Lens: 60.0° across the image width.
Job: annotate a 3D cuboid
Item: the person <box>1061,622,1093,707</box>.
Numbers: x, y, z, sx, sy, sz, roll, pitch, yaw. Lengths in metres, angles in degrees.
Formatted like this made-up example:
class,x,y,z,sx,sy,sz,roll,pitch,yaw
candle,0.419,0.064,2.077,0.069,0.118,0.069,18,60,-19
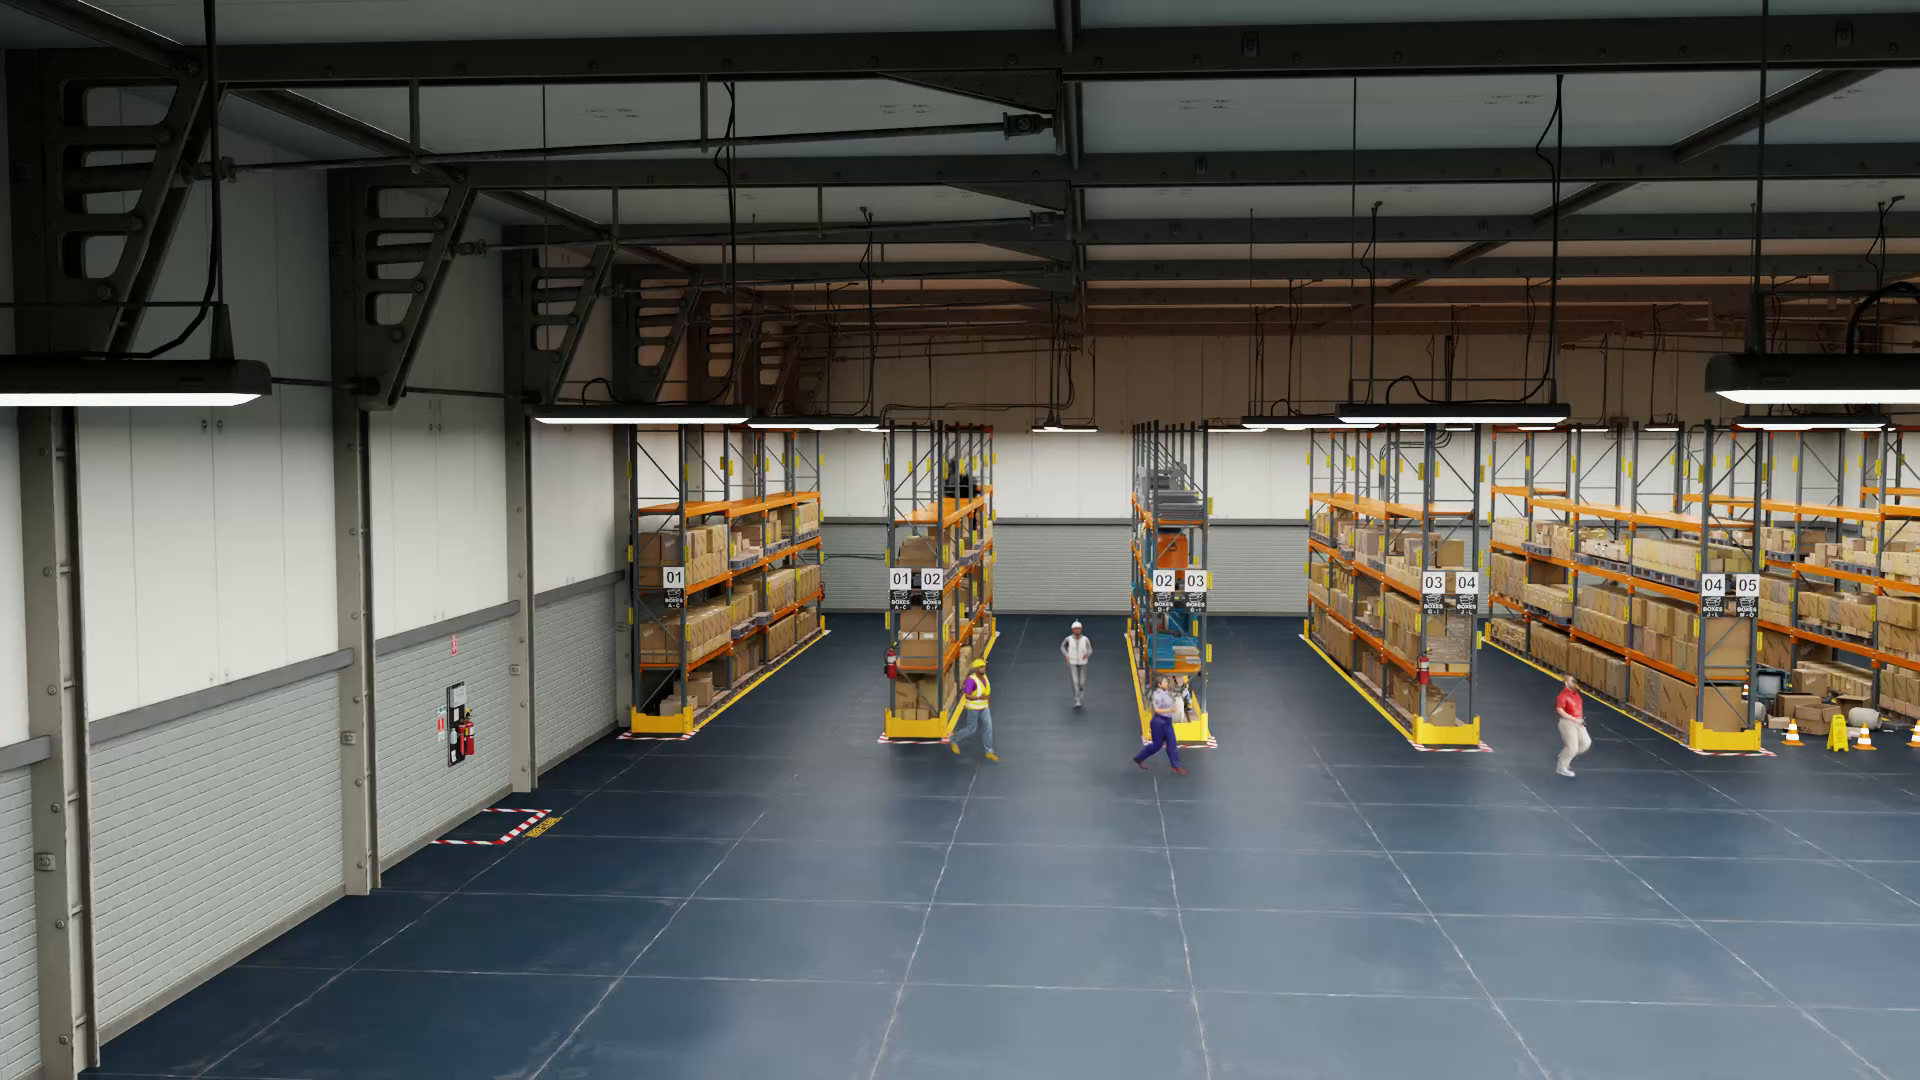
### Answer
class,x,y,z,sx,sy,sz,roll,pitch,yaw
person,2.473,2.610,35.207,0.671,1.757,0.796,0,4,-2

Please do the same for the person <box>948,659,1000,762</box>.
class,x,y,z,sx,sy,sz,roll,pitch,yaw
person,0.289,2.982,29.290,0.963,1.782,0.711,3,5,40

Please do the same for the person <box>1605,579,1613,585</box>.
class,x,y,z,sx,sy,sz,roll,pitch,yaw
person,18.464,1.862,47.402,0.599,1.738,0.685,0,4,2

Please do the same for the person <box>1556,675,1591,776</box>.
class,x,y,z,sx,sy,sz,roll,pitch,yaw
person,10.300,3.115,27.937,0.673,1.689,0.521,-3,5,-43

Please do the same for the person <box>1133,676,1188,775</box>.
class,x,y,z,sx,sy,sz,roll,pitch,yaw
person,3.380,3.112,27.974,0.923,1.655,0.604,2,4,25
